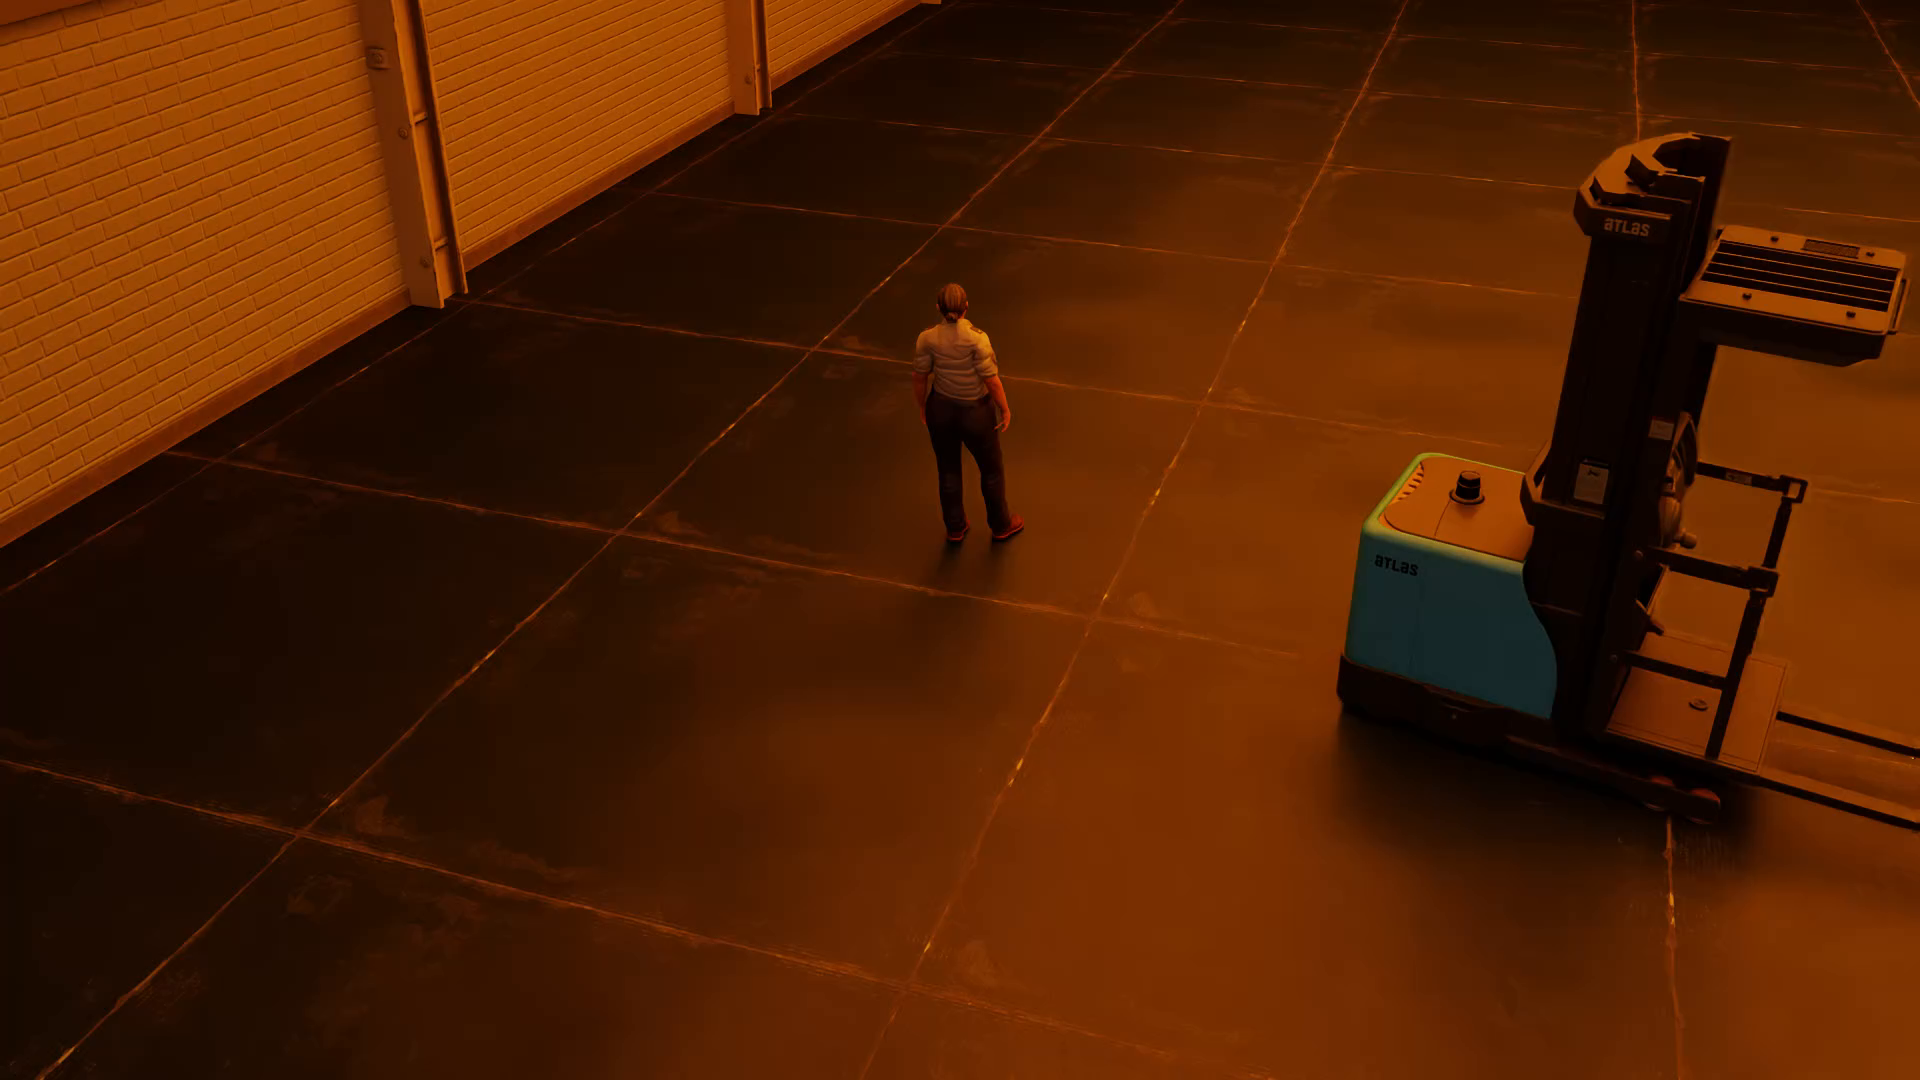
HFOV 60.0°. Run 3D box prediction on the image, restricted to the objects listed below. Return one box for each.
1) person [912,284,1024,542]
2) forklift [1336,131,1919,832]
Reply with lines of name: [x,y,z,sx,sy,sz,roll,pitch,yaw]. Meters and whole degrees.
person: [0.051,-0.760,9.752,0.598,1.651,0.502,10,31,16]
forklift: [3.473,-0.248,7.571,3.031,2.935,1.130,16,33,26]
